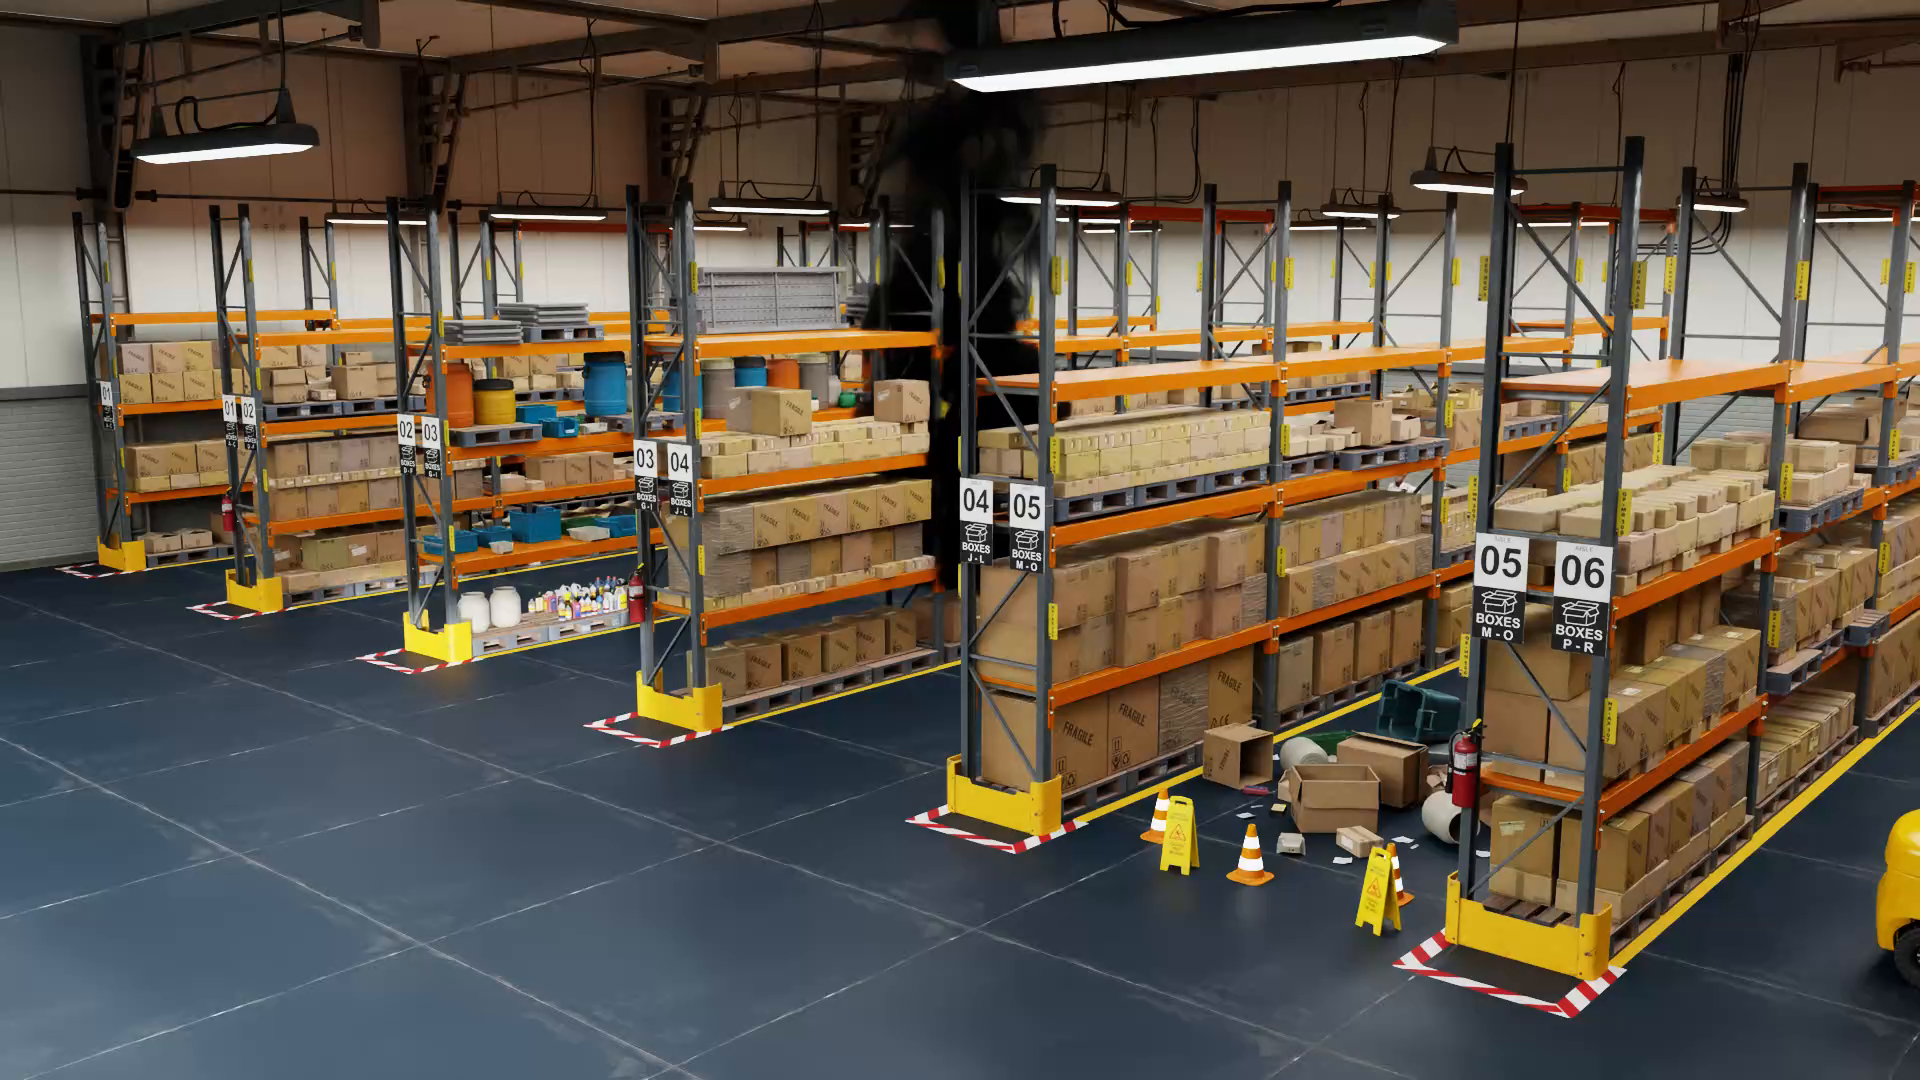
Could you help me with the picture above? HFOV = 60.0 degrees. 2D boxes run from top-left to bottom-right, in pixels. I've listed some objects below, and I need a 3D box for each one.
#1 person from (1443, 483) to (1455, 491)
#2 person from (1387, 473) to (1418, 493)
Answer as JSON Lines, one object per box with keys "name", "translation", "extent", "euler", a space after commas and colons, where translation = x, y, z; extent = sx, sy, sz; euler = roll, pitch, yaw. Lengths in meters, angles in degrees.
{"name": "person", "translation": [7.712, -0.065, 26.470], "extent": [0.607, 1.732, 0.851], "euler": [9, 13, 42]}
{"name": "person", "translation": [7.495, -0.376, 28.326], "extent": [0.662, 1.756, 0.727], "euler": [8, 13, 41]}
